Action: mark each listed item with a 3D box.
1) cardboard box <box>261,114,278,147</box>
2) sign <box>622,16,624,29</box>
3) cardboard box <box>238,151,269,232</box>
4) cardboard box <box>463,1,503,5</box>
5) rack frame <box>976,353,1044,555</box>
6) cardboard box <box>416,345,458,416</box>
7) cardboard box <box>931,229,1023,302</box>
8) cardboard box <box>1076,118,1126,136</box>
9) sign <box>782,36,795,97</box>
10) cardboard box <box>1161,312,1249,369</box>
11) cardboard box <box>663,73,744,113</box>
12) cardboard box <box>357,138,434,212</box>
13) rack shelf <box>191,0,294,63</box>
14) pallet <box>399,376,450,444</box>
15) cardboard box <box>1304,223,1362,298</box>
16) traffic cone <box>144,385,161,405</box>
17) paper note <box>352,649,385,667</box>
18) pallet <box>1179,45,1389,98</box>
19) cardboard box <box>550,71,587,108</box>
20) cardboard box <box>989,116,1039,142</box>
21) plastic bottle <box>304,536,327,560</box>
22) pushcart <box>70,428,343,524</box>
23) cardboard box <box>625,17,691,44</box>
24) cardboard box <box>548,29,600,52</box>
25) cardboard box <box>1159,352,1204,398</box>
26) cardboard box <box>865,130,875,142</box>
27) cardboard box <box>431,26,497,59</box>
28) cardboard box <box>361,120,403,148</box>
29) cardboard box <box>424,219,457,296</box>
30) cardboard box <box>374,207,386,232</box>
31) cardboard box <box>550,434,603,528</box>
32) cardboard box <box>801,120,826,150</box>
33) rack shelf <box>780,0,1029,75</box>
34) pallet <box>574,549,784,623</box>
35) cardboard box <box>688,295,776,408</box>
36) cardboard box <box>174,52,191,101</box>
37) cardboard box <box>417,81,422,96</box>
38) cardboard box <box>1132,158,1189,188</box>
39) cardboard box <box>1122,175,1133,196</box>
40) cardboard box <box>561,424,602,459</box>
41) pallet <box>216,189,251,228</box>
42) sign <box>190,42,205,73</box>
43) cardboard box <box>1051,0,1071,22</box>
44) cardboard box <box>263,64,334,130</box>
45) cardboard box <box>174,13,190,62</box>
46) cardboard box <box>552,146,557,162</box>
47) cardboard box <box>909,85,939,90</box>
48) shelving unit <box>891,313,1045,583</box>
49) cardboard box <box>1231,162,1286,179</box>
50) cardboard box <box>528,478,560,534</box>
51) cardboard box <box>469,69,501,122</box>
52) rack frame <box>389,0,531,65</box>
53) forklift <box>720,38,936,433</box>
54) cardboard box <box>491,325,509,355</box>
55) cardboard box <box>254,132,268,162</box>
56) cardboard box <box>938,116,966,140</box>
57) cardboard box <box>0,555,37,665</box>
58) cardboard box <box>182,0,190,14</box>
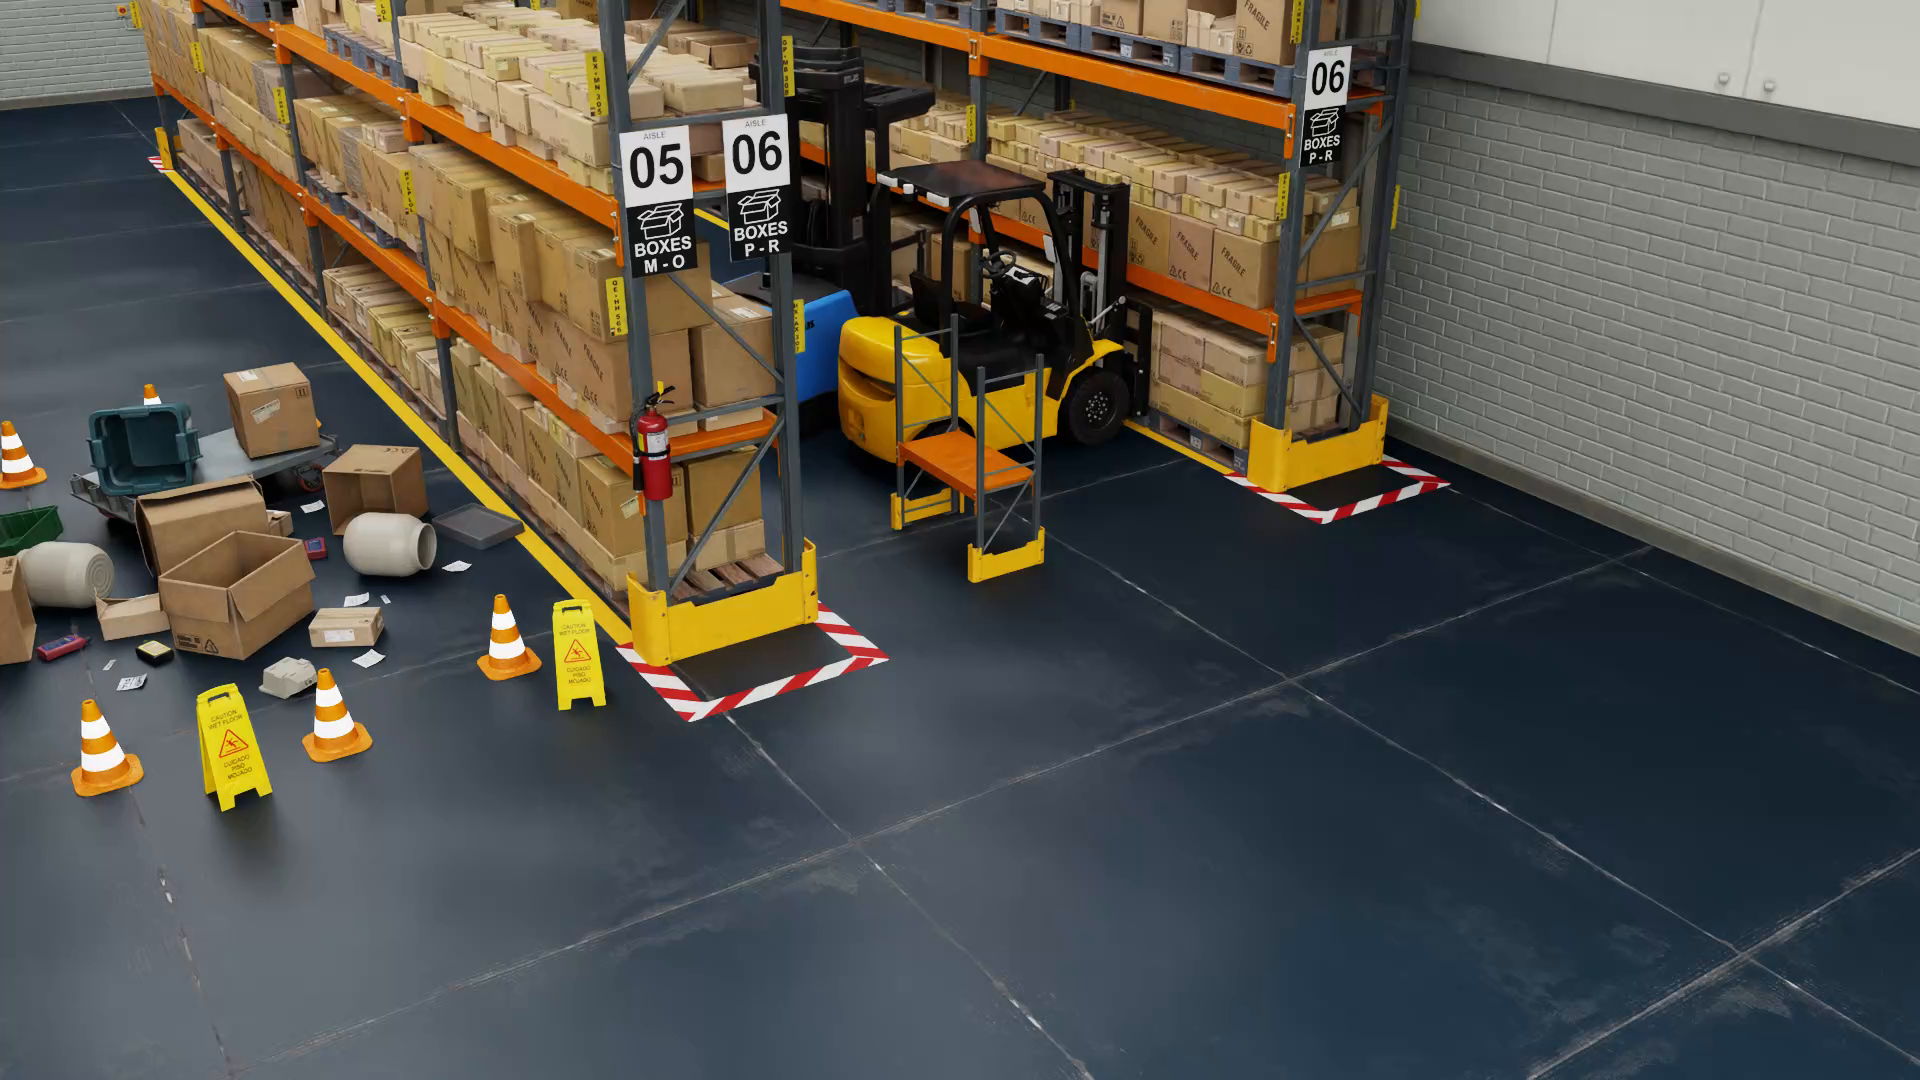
[{"bbox_3d":[-6.551,-4.064,16.397,0.500,0.250,0.500,-16,30,-31],"label":"cardboard box"},{"bbox_3d":[-4.268,-6.460,20.869,0.100,0.325,0.005,-16,29,-30],"label":"sign"},{"bbox_3d":[-7.569,-4.066,18.808,0.875,0.875,0.875,-15,29,-28],"label":"cardboard box"},{"bbox_3d":[-3.868,-4.141,13.140,0.500,0.250,0.500,-16,30,-30],"label":"cardboard box"},{"bbox_3d":[0.324,-0.466,10.942,0.500,1.500,0.032,-16,29,-30],"label":"rack frame"},{"bbox_3d":[-3.895,-1.367,13.681,0.950,0.372,0.625,-15,29,-29],"label":"cardboard box"},{"bbox_3d":[0.256,-2.637,16.073,0.875,0.625,0.625,-14,29,-27],"label":"cardboard box"},{"bbox_3d":[1.235,-3.575,14.546,0.380,0.149,0.250,-16,30,-30],"label":"cardboard box"},{"bbox_3d":[-0.969,-2.626,9.224,0.100,0.325,0.005,-16,29,-30],"label":"sign"},{"bbox_3d":[1.937,-1.578,13.099,0.500,0.250,0.500,-15,29,-29],"label":"cardboard box"},{"bbox_3d":[-1.446,-2.526,9.396,0.380,0.149,0.250,-16,30,-30],"label":"cardboard box"},{"bbox_3d":[-4.600,-3.023,13.644,0.500,0.500,0.500,-14,29,-28],"label":"cardboard box"},{"bbox_3d":[-6.882,-5.356,16.872,1.077,0.370,4.000,-16,29,-30],"label":"rack shelf"},{"bbox_3d":[-4.033,-1.196,13.998,1.003,0.211,1.213,-16,29,-30],"label":"pallet"},{"bbox_3d":[2.696,-2.193,12.727,0.500,0.500,0.500,-14,29,-28],"label":"cardboard box"},{"bbox_3d":[-6.453,-1.019,13.329,0.336,0.463,0.334,-16,29,-30],"label":"traffic cone"},{"bbox_3d":[-3.607,0.721,10.150,0.142,0.019,0.148,18,31,33],"label":"paper note"},{"bbox_3d":[2.369,-3.481,12.163,1.003,0.211,1.213,-16,29,-30],"label":"pallet"},{"bbox_3d":[-2.119,-2.591,9.535,0.380,0.149,0.250,-16,30,-30],"label":"cardboard box"},{"bbox_3d":[0.475,-3.626,14.655,0.380,0.149,0.250,-15,29,-29],"label":"cardboard box"},{"bbox_3d":[-4.474,0.049,11.537,0.133,0.061,0.283,-10,27,-21],"label":"plastic bottle"},{"bbox_3d":[-5.490,-0.443,12.210,0.936,0.377,1.648,18,31,33],"label":"pushcart"},{"bbox_3d":[-3.741,-6.208,20.740,0.700,0.500,0.500,-15,29,-28],"label":"cardboard box"},{"bbox_3d":[-2.486,-3.271,10.974,0.380,0.149,0.250,-15,29,-29],"label":"cardboard box"},{"bbox_3d":[1.941,-1.361,13.226,0.500,0.250,0.500,-16,30,-30],"label":"cardboard box"},{"bbox_3d":[-0.753,-4.162,16.606,0.500,0.250,0.500,-15,29,-29],"label":"cardboard box"},{"bbox_3d":[-3.284,-3.310,11.057,0.380,0.149,0.250,-16,30,-30],"label":"cardboard box"},{"bbox_3d":[-4.605,-3.290,13.450,0.380,0.149,0.250,-17,30,-32],"label":"cardboard box"},{"bbox_3d":[-3.600,-2.136,12.257,0.500,0.500,0.500,-16,29,-30],"label":"cardboard box"},{"bbox_3d":[-4.561,-2.647,13.608,0.380,0.149,0.250,-15,29,-29],"label":"cardboard box"},{"bbox_3d":[-2.367,-0.445,10.992,0.500,0.500,0.500,-14,29,-28],"label":"cardboard box"},{"bbox_3d":[-1.326,-4.303,17.489,0.500,0.250,0.500,-16,30,-31],"label":"cardboard box"},{"bbox_3d":[-0.542,-5.083,16.295,1.077,0.370,4.000,-16,29,-30],"label":"rack shelf"},{"bbox_3d":[-1.879,0.187,11.068,1.003,0.211,1.213,-16,29,-30],"label":"pallet"},{"bbox_3d":[-1.449,-1.161,10.193,0.500,0.500,0.500,-16,30,-30],"label":"cardboard box"},{"bbox_3d":[-9.014,-5.550,19.839,0.500,0.500,0.500,-16,30,-30],"label":"cardboard box"},{"bbox_3d":[-3.643,-3.251,11.865,0.380,0.149,0.250,-16,30,-30],"label":"cardboard box"},{"bbox_3d":[1.581,-2.891,13.097,0.380,0.149,0.250,-15,29,-29],"label":"cardboard box"},{"bbox_3d":[1.528,-2.866,13.394,0.380,0.149,0.250,-16,30,-30],"label":"cardboard box"},{"bbox_3d":[-2.336,-0.668,10.705,0.380,0.149,0.250,-15,29,-28],"label":"cardboard box"},{"bbox_3d":[-8.324,-4.069,20.085,1.003,0.211,1.213,-16,29,-30],"label":"pallet"},{"bbox_3d":[-8.438,-5.337,18.398,0.100,0.325,0.005,-16,29,-30],"label":"sign"},{"bbox_3d":[0.960,-4.308,13.496,0.380,0.149,0.250,-15,29,-28],"label":"cardboard box"},{"bbox_3d":[-6.292,-4.230,15.872,0.500,0.500,0.500,-16,30,-31],"label":"cardboard box"},{"bbox_3d":[-8.733,-5.825,19.249,0.500,0.500,0.500,-16,30,-30],"label":"cardboard box"},{"bbox_3d":[-2.215,-2.343,9.943,0.380,0.149,0.250,-15,29,-29],"label":"cardboard box"},{"bbox_3d":[-0.432,-4.492,16.837,0.380,0.149,0.250,-15,29,-28],"label":"cardboard box"},{"bbox_3d":[0.042,-0.651,11.334,0.587,1.500,1.083,-16,29,-30],"label":"shelving unit"},{"bbox_3d":[2.336,-2.833,12.975,0.380,0.149,0.250,-15,29,-29],"label":"cardboard box"},{"bbox_3d":[-2.656,-0.294,11.550,0.500,0.250,0.500,-17,30,-31],"label":"cardboard box"},{"bbox_3d":[-2.767,-2.836,10.519,0.500,0.250,0.500,-15,29,-29],"label":"cardboard box"},{"bbox_3d":[-3.607,-4.891,11.532,1.000,3.000,0.127,-16,29,-30],"label":"rack frame"},{"bbox_3d":[-0.889,-2.753,14.110,1.130,2.935,3.031,17,30,32],"label":"forklift"},{"bbox_3d":[-3.013,-1.418,11.496,0.380,0.149,0.250,-15,29,-29],"label":"cardboard box"},{"bbox_3d":[-6.838,-4.025,16.900,0.500,0.250,0.500,-16,30,-30],"label":"cardboard box"},{"bbox_3d":[0.021,-3.834,15.442,0.380,0.149,0.250,-16,30,-30],"label":"cardboard box"},{"bbox_3d":[-5.992,0.457,10.157,0.500,0.500,0.500,-10,27,-21],"label":"cardboard box"},{"bbox_3d":[-8.743,-6.164,19.208,0.380,0.149,0.250,-16,30,-30],"label":"cardboard box"}]
